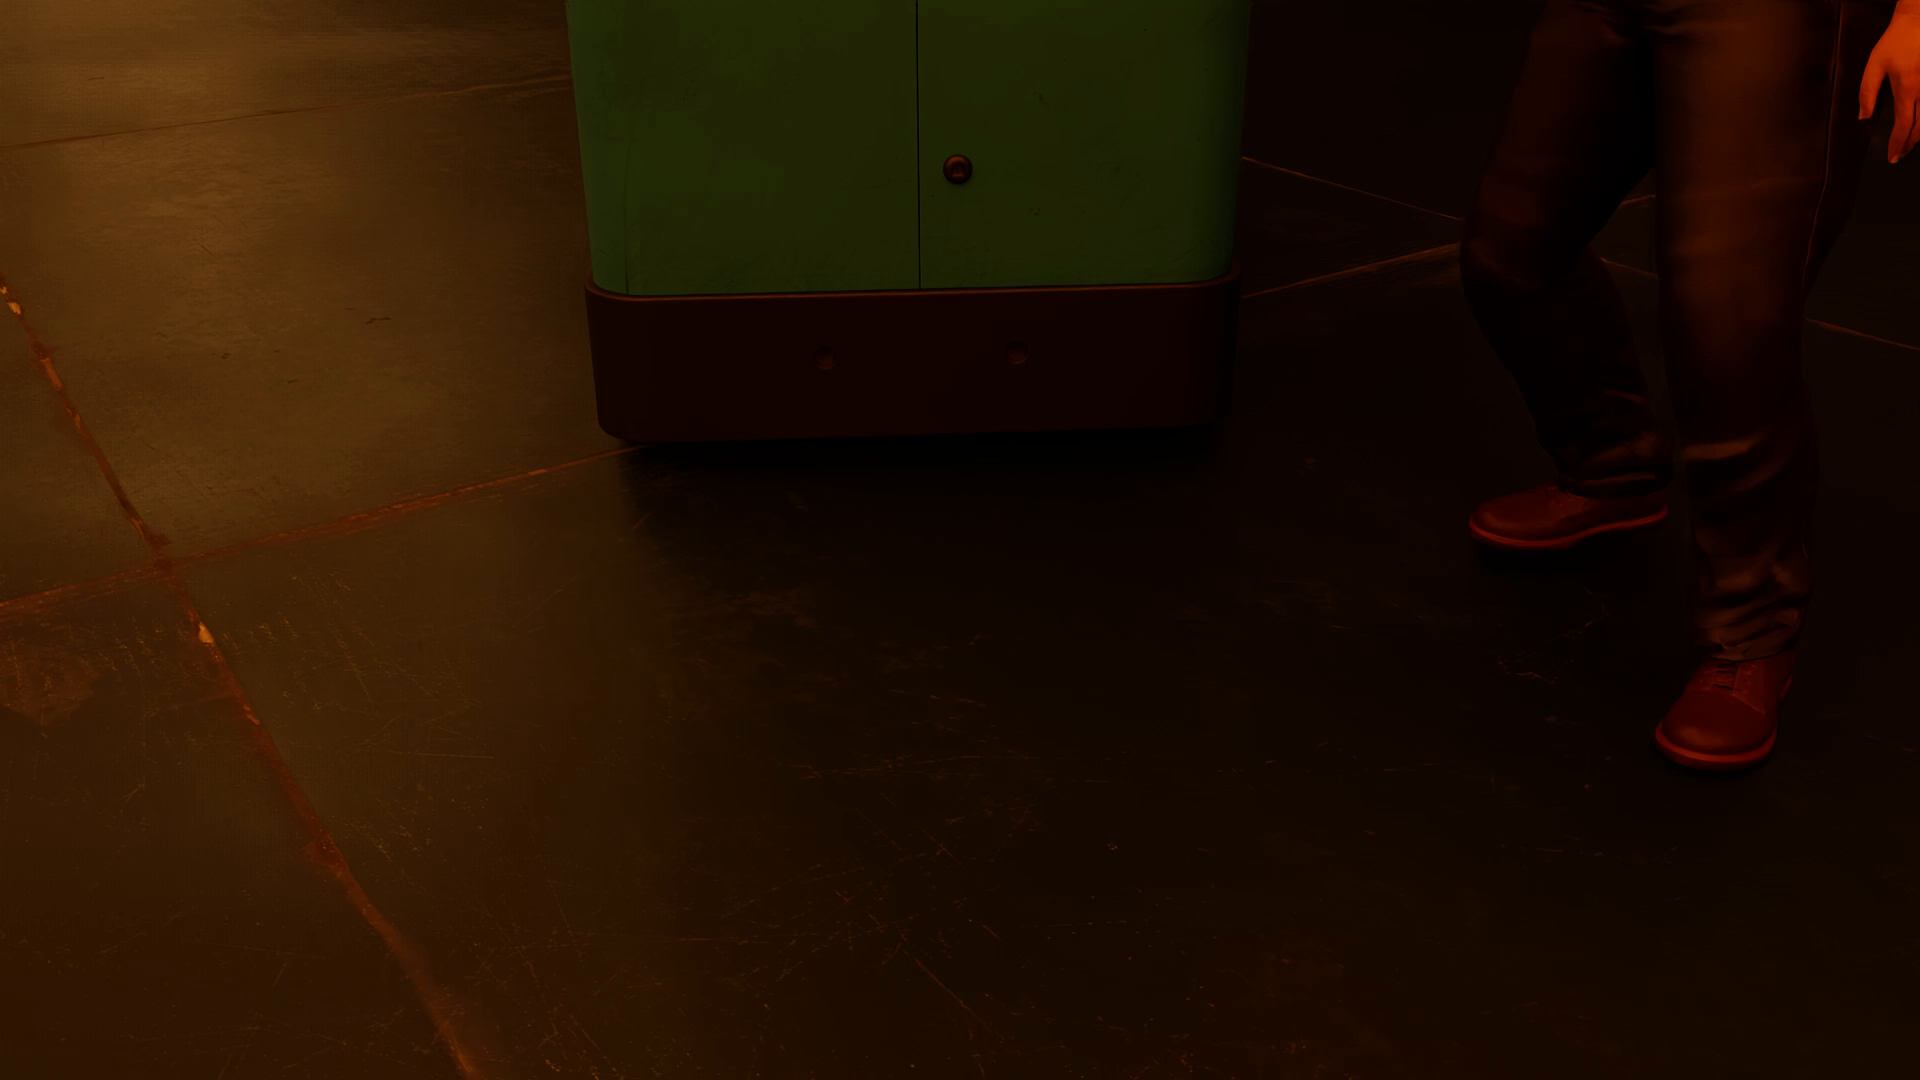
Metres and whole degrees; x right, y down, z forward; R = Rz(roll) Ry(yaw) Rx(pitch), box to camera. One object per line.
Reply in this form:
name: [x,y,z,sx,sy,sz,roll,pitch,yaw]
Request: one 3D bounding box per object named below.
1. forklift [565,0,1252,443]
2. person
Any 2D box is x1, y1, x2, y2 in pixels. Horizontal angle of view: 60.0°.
forklift: [-0.179,-2.091,3.398,1.130,2.935,3.031,-2,27,-4]
person: [0.907,-0.625,1.958,0.377,1.608,0.796,-8,28,-15]
